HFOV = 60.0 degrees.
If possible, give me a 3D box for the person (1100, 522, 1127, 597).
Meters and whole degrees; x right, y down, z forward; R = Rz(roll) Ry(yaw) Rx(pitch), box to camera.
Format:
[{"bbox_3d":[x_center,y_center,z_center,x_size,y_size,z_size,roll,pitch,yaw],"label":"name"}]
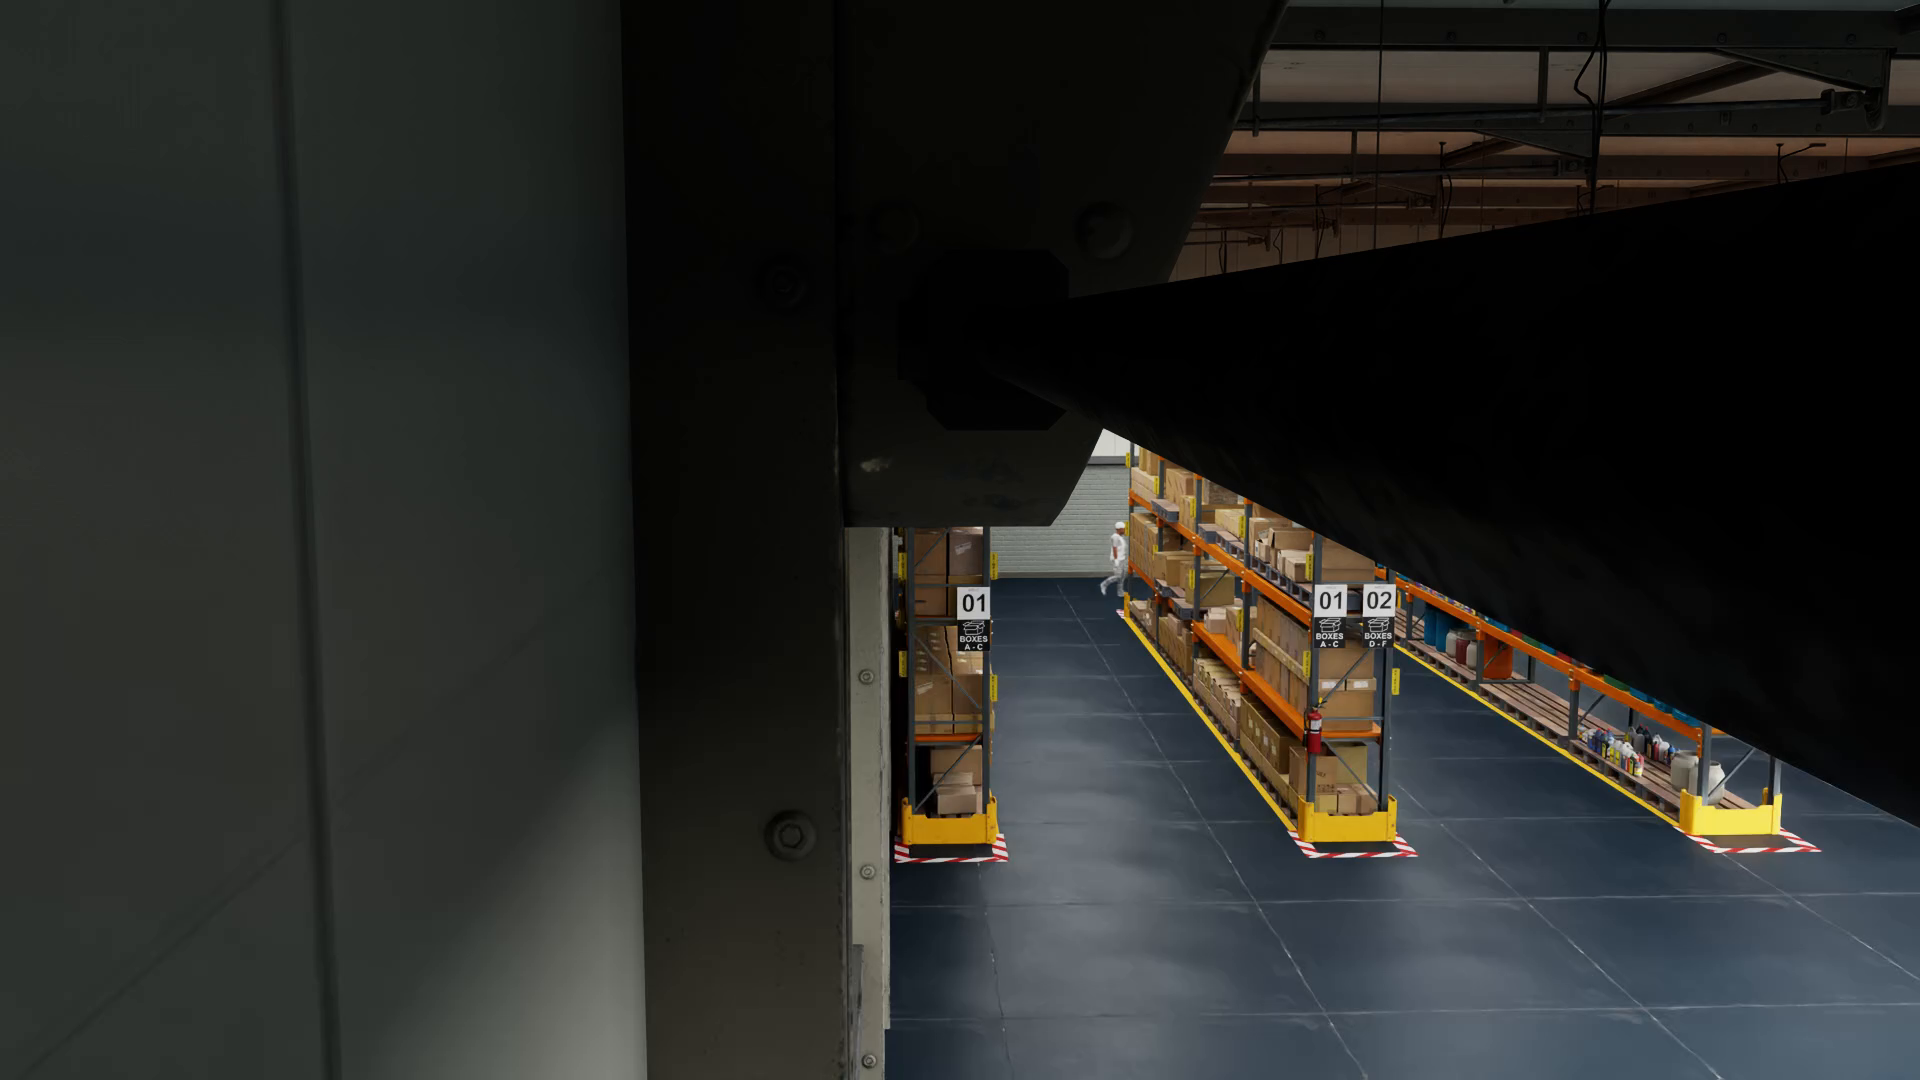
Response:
[{"bbox_3d":[3.644,0.461,38.917,0.685,1.776,0.621,2,8,18],"label":"person"}]
